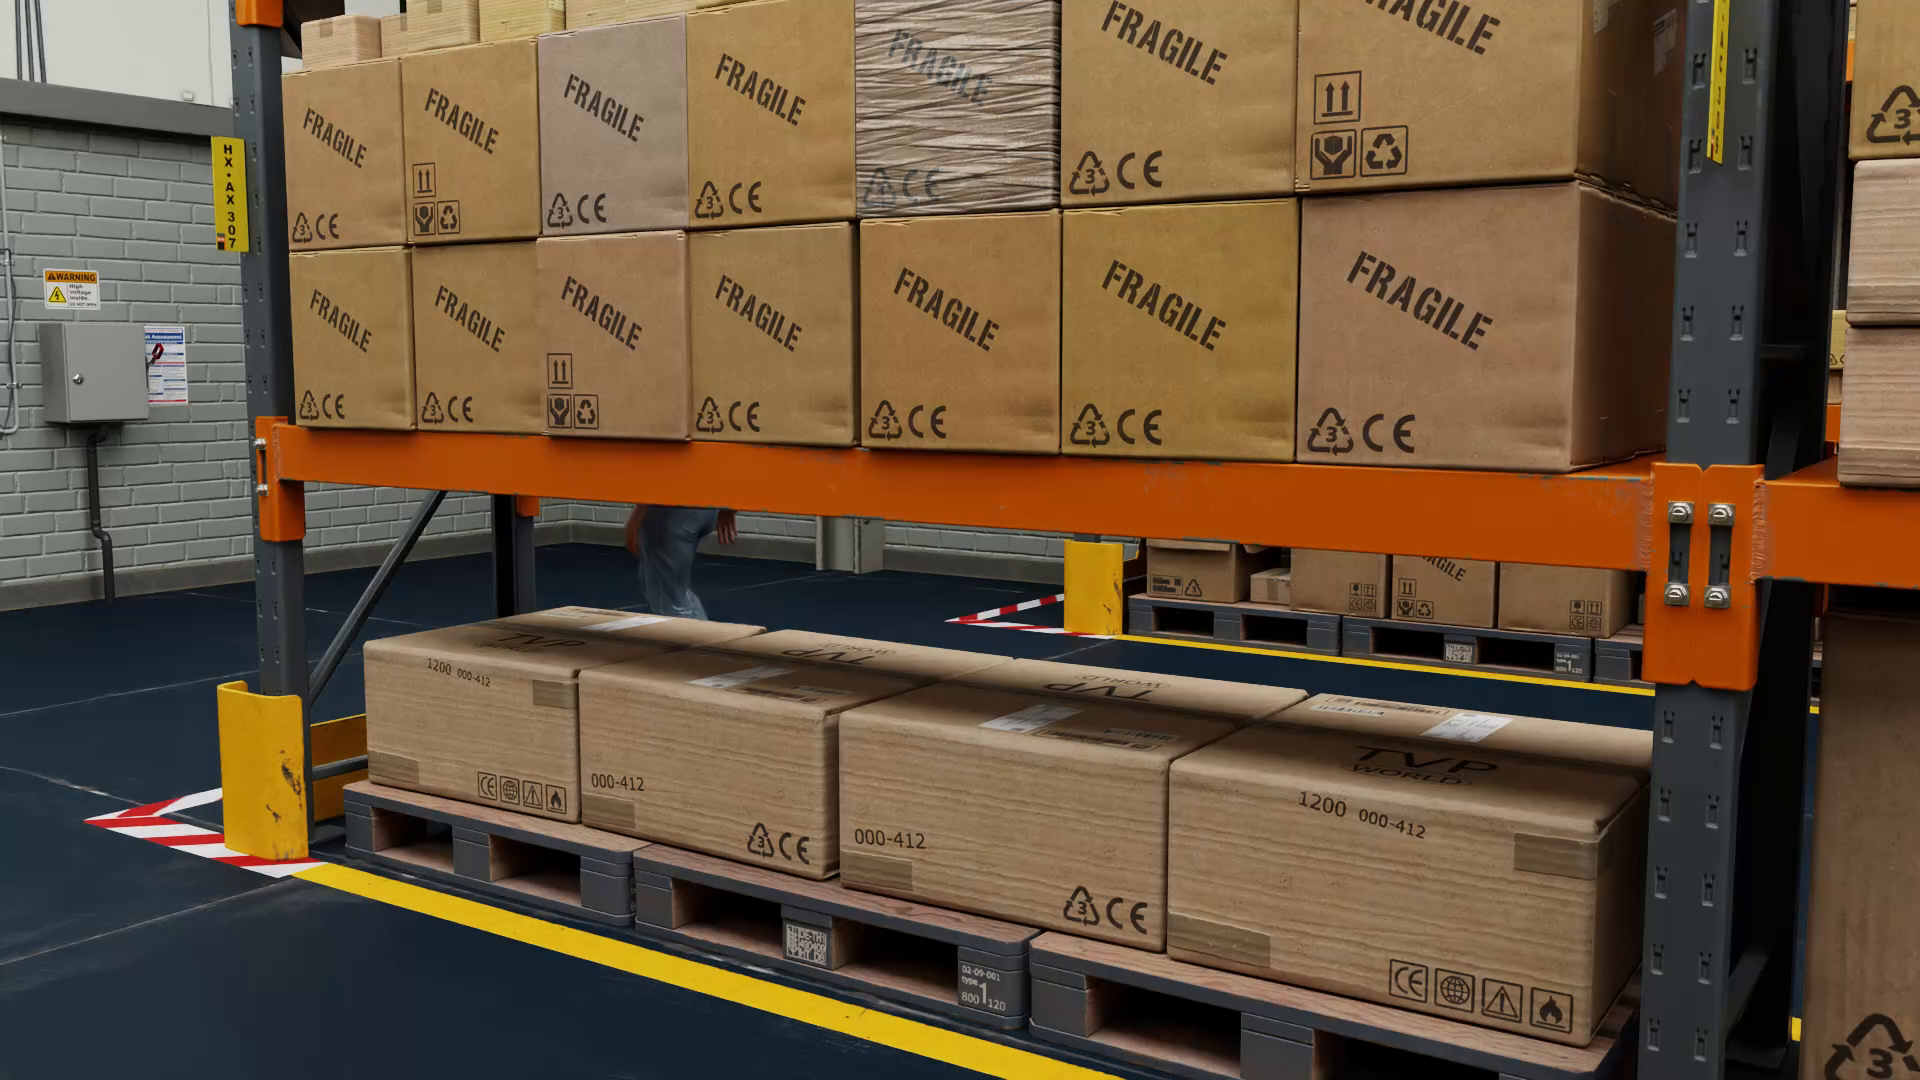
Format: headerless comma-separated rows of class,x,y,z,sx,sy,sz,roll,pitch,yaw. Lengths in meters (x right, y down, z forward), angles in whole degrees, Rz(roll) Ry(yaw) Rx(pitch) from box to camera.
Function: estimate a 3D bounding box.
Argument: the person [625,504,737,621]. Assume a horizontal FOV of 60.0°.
person,-1.174,-0.137,6.811,0.469,1.770,0.620,2,7,20
